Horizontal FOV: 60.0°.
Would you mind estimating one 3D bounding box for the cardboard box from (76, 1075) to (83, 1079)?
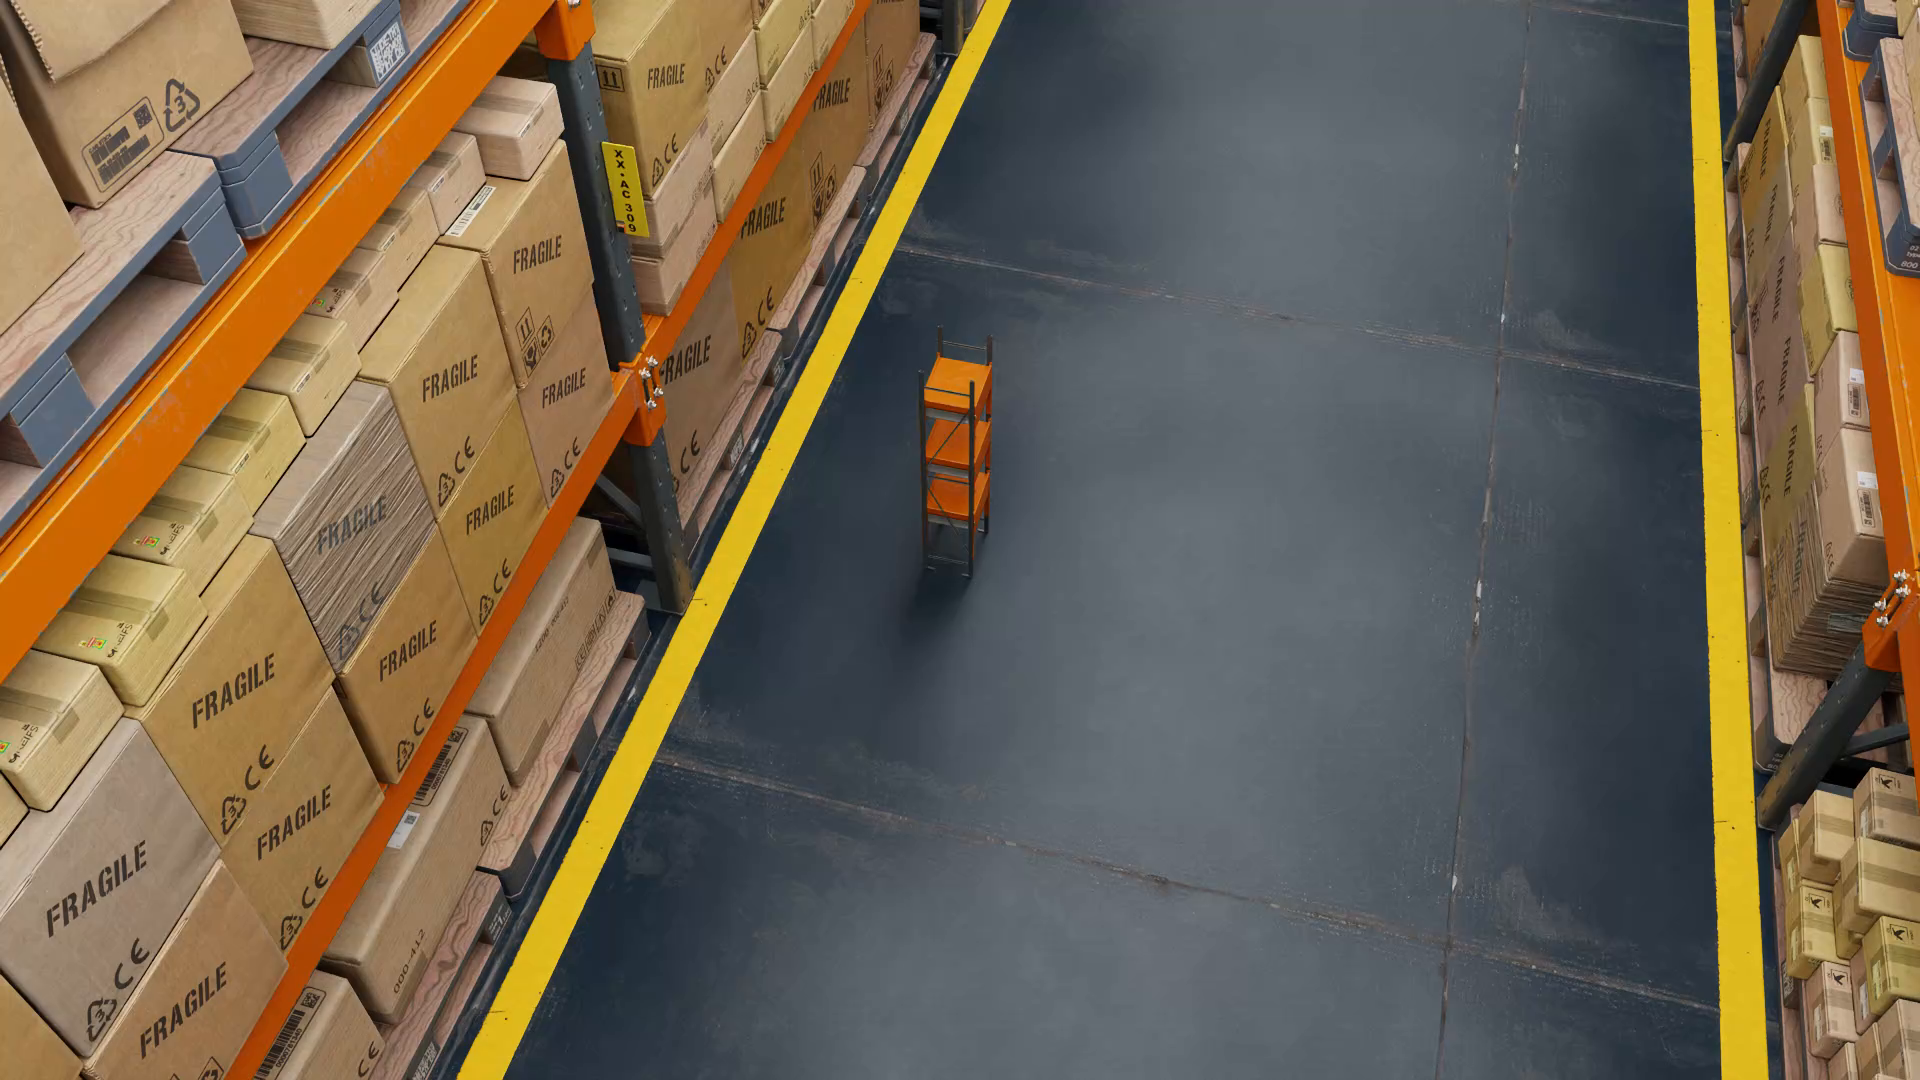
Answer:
[{"bbox_3d":[-2.075,1.361,3.400,0.500,0.500,0.500,11,49,10],"label":"cardboard box"}]

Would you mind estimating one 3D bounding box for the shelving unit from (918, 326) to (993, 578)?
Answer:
[{"bbox_3d":[-0.014,-0.309,6.241,0.215,1.050,0.252,12,50,10],"label":"shelving unit"}]

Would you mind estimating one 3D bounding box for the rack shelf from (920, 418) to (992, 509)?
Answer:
[{"bbox_3d":[-0.014,-0.302,6.249,0.215,0.259,0.240,12,50,10],"label":"rack shelf"}]

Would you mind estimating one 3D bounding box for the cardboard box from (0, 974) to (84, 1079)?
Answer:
[{"bbox_3d":[-2.054,1.026,3.029,0.500,0.500,0.500,10,49,9],"label":"cardboard box"}]

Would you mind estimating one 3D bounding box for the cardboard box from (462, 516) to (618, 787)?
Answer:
[{"bbox_3d":[-1.801,0.305,5.828,0.875,0.438,0.875,11,49,9],"label":"cardboard box"}]

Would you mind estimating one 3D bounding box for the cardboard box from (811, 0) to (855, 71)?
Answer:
[{"bbox_3d":[-0.736,-2.156,6.671,0.500,0.250,0.500,11,49,9],"label":"cardboard box"}]

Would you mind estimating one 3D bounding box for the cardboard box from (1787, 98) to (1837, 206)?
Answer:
[{"bbox_3d":[3.775,-1.569,6.940,0.500,0.250,0.500,11,49,10],"label":"cardboard box"}]

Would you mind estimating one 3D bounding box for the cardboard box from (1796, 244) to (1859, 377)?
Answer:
[{"bbox_3d":[3.496,-0.836,6.293,0.500,0.250,0.500,10,49,8],"label":"cardboard box"}]

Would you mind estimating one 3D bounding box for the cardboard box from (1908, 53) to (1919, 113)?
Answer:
[{"bbox_3d":[3.664,-1.639,6.002,0.380,0.149,0.250,12,50,11],"label":"cardboard box"}]

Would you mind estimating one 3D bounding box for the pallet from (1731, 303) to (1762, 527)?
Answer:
[{"bbox_3d":[3.793,-0.459,6.933,1.003,0.211,1.213,12,50,10],"label":"pallet"}]

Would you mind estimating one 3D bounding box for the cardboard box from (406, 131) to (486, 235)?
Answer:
[{"bbox_3d":[-1.480,-0.961,4.350,0.380,0.149,0.250,13,50,11],"label":"cardboard box"}]

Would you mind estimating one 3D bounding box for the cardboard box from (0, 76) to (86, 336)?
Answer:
[{"bbox_3d":[-1.909,-0.570,2.757,0.500,0.500,0.500,12,50,11],"label":"cardboard box"}]

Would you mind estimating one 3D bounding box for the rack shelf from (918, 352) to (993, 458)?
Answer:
[{"bbox_3d":[-0.014,-0.489,6.036,0.215,0.259,0.240,12,50,10],"label":"rack shelf"}]

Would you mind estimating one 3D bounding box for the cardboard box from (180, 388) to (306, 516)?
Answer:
[{"bbox_3d":[-1.703,-0.218,3.694,0.380,0.149,0.250,11,49,9],"label":"cardboard box"}]

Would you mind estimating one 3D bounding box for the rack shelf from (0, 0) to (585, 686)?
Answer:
[{"bbox_3d":[-2.058,-0.145,3.275,1.077,0.370,4.000,12,50,10],"label":"rack shelf"}]

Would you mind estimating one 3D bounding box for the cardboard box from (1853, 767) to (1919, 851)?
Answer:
[{"bbox_3d":[2.980,0.883,5.114,0.380,0.149,0.250,13,50,12],"label":"cardboard box"}]

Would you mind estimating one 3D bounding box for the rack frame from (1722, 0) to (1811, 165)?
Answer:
[{"bbox_3d":[4.323,-2.827,7.163,1.000,3.000,0.127,12,50,10],"label":"rack frame"}]

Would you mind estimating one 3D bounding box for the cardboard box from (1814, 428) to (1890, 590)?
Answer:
[{"bbox_3d":[3.222,-0.082,5.627,0.500,0.250,0.500,10,49,9],"label":"cardboard box"}]

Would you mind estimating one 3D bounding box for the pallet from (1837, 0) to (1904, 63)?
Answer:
[{"bbox_3d":[4.238,-2.227,6.761,1.213,0.211,1.003,12,50,10],"label":"pallet"}]

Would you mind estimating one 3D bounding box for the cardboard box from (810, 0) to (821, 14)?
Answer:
[{"bbox_3d":[-0.744,-2.324,6.486,0.500,0.250,0.500,10,49,9],"label":"cardboard box"}]

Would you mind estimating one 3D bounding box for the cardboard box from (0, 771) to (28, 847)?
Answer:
[{"bbox_3d":[-1.975,0.512,3.050,0.380,0.149,0.250,12,50,10],"label":"cardboard box"}]

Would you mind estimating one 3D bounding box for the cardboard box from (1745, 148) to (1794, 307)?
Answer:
[{"bbox_3d":[3.762,-1.313,7.214,0.500,0.500,0.500,12,50,10],"label":"cardboard box"}]

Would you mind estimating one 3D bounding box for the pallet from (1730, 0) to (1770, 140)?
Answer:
[{"bbox_3d":[4.603,-2.459,8.699,1.003,0.211,1.213,12,50,10],"label":"pallet"}]

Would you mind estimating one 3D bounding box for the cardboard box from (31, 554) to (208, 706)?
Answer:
[{"bbox_3d":[-1.775,0.162,3.359,0.380,0.149,0.250,10,49,9],"label":"cardboard box"}]

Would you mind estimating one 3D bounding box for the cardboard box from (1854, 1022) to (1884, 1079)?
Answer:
[{"bbox_3d":[2.783,1.551,4.723,0.380,0.149,0.250,9,49,8],"label":"cardboard box"}]

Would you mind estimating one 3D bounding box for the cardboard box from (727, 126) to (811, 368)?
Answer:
[{"bbox_3d":[-1.216,-1.392,7.034,0.875,0.875,0.875,13,50,11],"label":"cardboard box"}]

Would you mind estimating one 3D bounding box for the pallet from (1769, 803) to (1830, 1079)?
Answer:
[{"bbox_3d":[3.128,1.482,5.220,1.003,0.211,1.213,12,50,10],"label":"pallet"}]

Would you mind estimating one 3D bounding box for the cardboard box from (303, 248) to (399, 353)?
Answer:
[{"bbox_3d":[-1.604,-0.596,4.028,0.380,0.149,0.250,11,50,10],"label":"cardboard box"}]

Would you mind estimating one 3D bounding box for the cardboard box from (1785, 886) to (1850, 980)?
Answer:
[{"bbox_3d":[2.794,1.263,5.174,0.380,0.149,0.250,13,50,11],"label":"cardboard box"}]

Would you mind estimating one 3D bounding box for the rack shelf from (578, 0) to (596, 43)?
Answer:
[{"bbox_3d":[-1.005,-3.038,5.829,1.077,0.370,4.000,12,50,10],"label":"rack shelf"}]

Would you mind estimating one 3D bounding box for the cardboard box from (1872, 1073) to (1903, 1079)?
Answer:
[{"bbox_3d":[2.639,1.624,4.460,0.380,0.149,0.250,13,50,11],"label":"cardboard box"}]

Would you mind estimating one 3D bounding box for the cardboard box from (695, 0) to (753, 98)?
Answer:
[{"bbox_3d":[-1.031,-1.836,5.555,0.500,0.500,0.500,11,50,10],"label":"cardboard box"}]

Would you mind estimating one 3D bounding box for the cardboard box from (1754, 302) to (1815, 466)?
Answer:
[{"bbox_3d":[3.497,-0.571,6.560,0.500,0.500,0.500,11,49,9],"label":"cardboard box"}]

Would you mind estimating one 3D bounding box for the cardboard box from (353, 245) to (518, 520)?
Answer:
[{"bbox_3d":[-1.531,-0.440,4.323,0.500,0.500,0.500,11,49,9],"label":"cardboard box"}]

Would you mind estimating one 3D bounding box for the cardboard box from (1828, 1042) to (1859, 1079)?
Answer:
[{"bbox_3d":[2.761,1.647,4.836,0.380,0.149,0.250,11,49,9],"label":"cardboard box"}]

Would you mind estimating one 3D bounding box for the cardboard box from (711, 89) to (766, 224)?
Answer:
[{"bbox_3d":[-1.027,-1.428,6.029,0.500,0.250,0.500,10,49,9],"label":"cardboard box"}]

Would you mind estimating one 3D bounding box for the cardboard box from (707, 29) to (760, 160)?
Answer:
[{"bbox_3d":[-1.034,-1.598,5.845,0.500,0.250,0.500,12,50,11],"label":"cardboard box"}]

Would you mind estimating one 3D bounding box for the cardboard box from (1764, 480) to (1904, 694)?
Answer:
[{"bbox_3d":[3.222,0.170,5.905,0.500,0.500,0.500,11,49,9],"label":"cardboard box"}]

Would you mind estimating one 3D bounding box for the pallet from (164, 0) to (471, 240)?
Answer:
[{"bbox_3d":[-1.757,-1.211,3.795,1.003,0.211,1.213,12,50,10],"label":"pallet"}]

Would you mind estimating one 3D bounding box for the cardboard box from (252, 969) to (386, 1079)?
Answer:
[{"bbox_3d":[-2.275,1.604,4.681,0.875,0.438,0.875,13,50,11],"label":"cardboard box"}]

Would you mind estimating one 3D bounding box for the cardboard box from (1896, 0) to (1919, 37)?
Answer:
[{"bbox_3d":[3.800,-2.014,6.333,0.380,0.149,0.250,14,50,12],"label":"cardboard box"}]

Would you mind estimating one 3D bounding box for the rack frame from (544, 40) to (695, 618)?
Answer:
[{"bbox_3d":[-1.532,-0.837,5.407,1.000,3.000,0.127,12,50,10],"label":"rack frame"}]

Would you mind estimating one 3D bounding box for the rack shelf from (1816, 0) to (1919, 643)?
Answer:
[{"bbox_3d":[3.797,-1.142,6.156,1.077,0.370,4.000,12,50,10],"label":"rack shelf"}]

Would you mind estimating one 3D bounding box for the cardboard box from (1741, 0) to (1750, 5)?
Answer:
[{"bbox_3d":[4.797,-3.277,8.781,1.050,0.750,0.750,12,50,11],"label":"cardboard box"}]

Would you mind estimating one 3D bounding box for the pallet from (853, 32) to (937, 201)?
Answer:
[{"bbox_3d":[-0.759,-2.252,8.516,1.003,0.211,1.213,12,50,10],"label":"pallet"}]

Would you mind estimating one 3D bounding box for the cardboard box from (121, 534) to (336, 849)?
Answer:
[{"bbox_3d":[-1.796,0.291,3.678,0.500,0.500,0.500,12,50,10],"label":"cardboard box"}]

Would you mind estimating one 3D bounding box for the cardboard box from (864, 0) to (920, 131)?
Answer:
[{"bbox_3d":[-0.741,-2.683,8.173,0.875,0.875,0.875,11,50,10],"label":"cardboard box"}]

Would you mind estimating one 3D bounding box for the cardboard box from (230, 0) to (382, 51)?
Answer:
[{"bbox_3d":[-1.461,-1.202,3.549,0.380,0.149,0.250,13,50,11],"label":"cardboard box"}]

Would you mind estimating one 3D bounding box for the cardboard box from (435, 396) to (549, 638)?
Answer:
[{"bbox_3d":[-1.537,-0.111,4.699,0.500,0.500,0.500,10,49,9],"label":"cardboard box"}]

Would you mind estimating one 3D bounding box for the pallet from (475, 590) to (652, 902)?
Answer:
[{"bbox_3d":[-1.807,0.620,5.981,1.003,0.211,1.213,12,50,10],"label":"pallet"}]

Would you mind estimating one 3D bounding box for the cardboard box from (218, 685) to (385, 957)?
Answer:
[{"bbox_3d":[-1.808,0.631,4.044,0.500,0.500,0.500,13,50,11],"label":"cardboard box"}]

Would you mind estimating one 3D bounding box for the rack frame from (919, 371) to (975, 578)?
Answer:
[{"bbox_3d":[-0.046,-0.220,6.163,0.200,1.050,0.008,12,50,10],"label":"rack frame"}]

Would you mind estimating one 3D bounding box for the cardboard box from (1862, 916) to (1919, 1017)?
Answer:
[{"bbox_3d":[2.831,1.263,4.778,0.380,0.149,0.250,11,49,10],"label":"cardboard box"}]

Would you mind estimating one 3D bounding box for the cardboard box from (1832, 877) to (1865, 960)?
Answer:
[{"bbox_3d":[2.886,1.172,5.056,0.380,0.149,0.250,12,50,10],"label":"cardboard box"}]

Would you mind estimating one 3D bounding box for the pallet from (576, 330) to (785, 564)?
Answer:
[{"bbox_3d":[-1.401,-0.487,6.958,1.003,0.211,1.213,12,50,10],"label":"pallet"}]
